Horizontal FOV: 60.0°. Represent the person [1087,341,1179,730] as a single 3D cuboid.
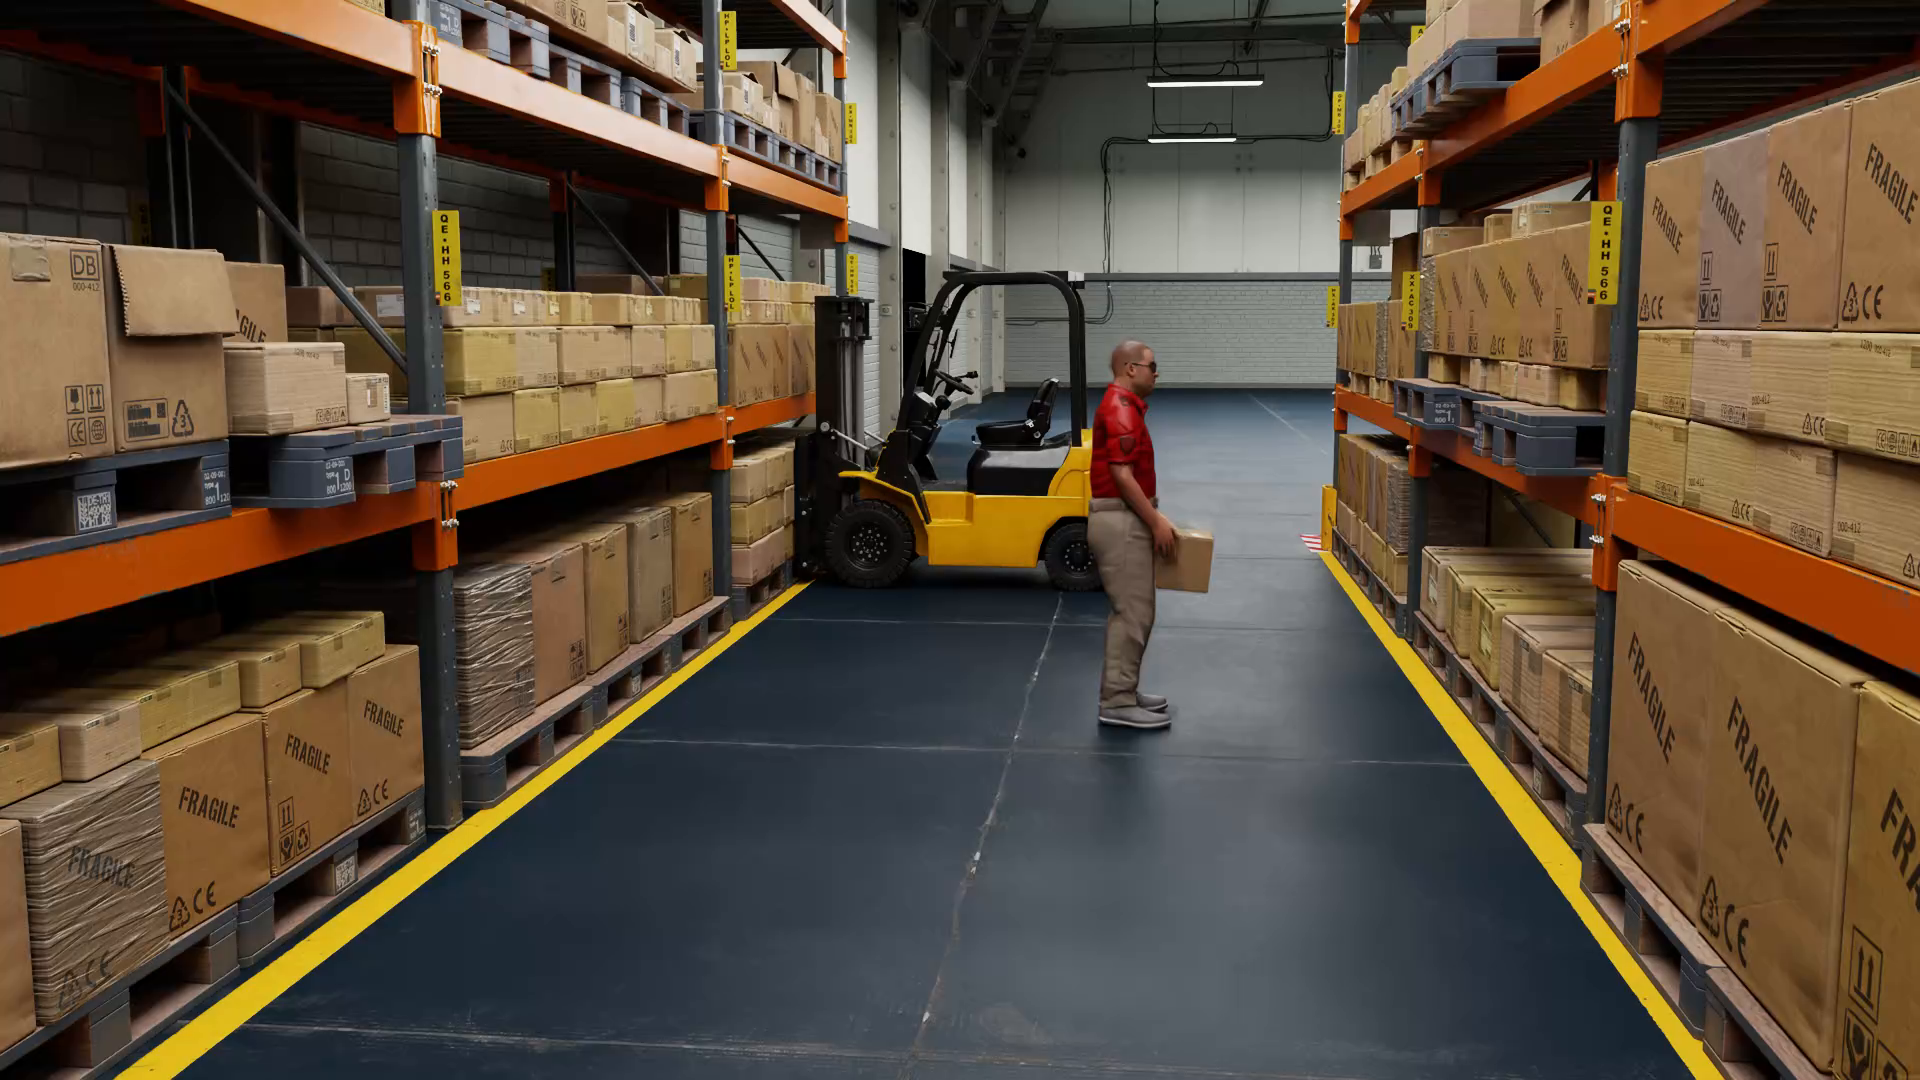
[{"bbox_3d":[0.792,-0.040,7.621,0.417,1.733,0.542,1,8,5],"label":"person"}]
